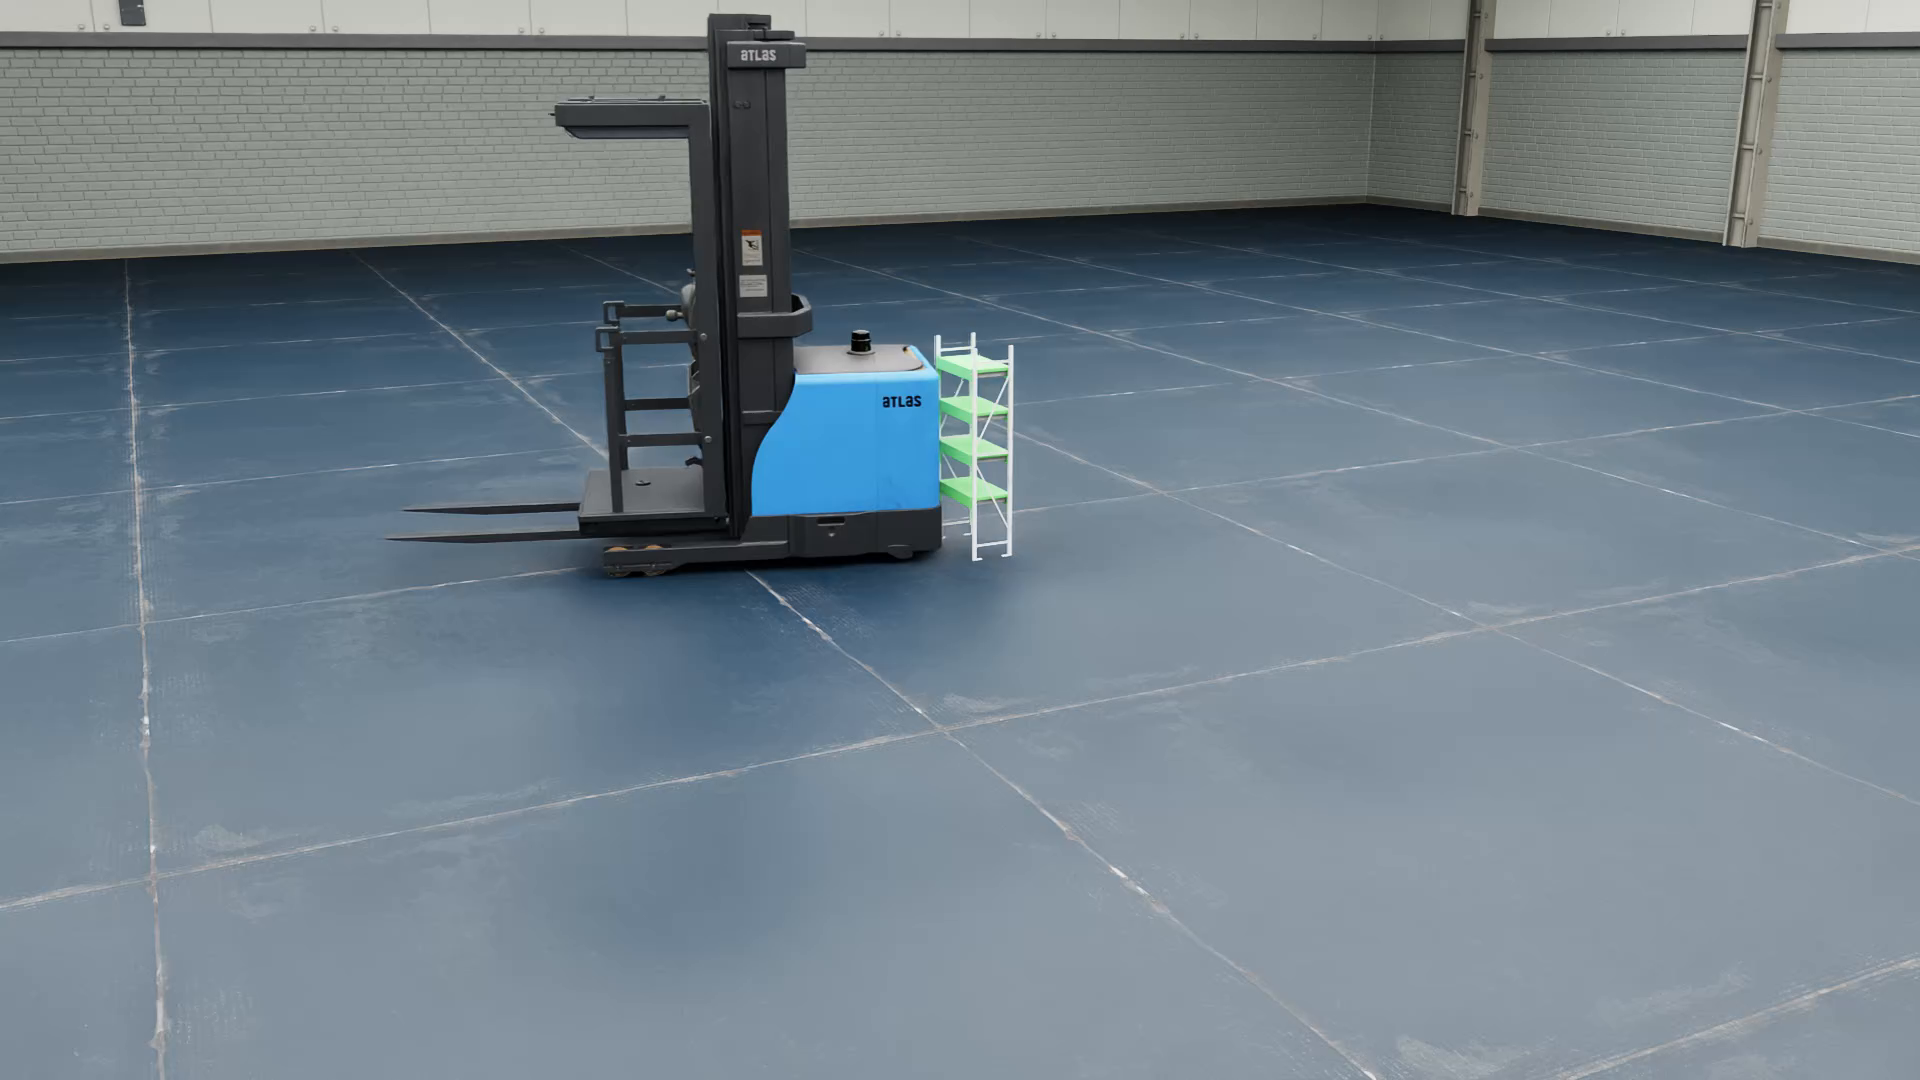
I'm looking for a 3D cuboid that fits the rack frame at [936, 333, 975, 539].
[{"bbox_3d":[-0.024,-0.597,9.655,0.240,1.200,0.015,-7,18,-24],"label":"rack frame"}]

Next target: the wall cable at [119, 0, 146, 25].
[{"bbox_3d":[-10.585,-10.170,22.711,2.305,6.003,0.169,-8,18,-25],"label":"wall cable"}]

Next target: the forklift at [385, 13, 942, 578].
[{"bbox_3d":[-1.664,-1.361,9.179,3.031,2.935,1.130,-3,16,-9],"label":"forklift"}]

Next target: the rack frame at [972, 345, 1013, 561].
[{"bbox_3d":[0.180,-0.475,9.230,0.240,1.200,0.015,-7,18,-24],"label":"rack frame"}]

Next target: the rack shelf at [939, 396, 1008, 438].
[{"bbox_3d":[0.078,-0.705,9.394,0.258,0.148,0.480,-7,18,-24],"label":"rack shelf"}]

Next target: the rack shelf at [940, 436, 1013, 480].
[{"bbox_3d":[0.078,-0.474,9.460,0.258,0.148,0.480,-7,18,-24],"label":"rack shelf"}]

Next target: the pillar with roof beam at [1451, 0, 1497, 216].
[{"bbox_3d":[5.422,-9.788,27.545,9.100,9.000,0.400,-8,18,-25],"label":"pillar with roof beam"}]

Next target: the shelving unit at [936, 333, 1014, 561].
[{"bbox_3d":[0.078,-0.536,9.442,0.258,1.200,0.503,-7,18,-24],"label":"shelving unit"}]

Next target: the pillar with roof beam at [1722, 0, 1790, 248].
[{"bbox_3d":[8.051,-8.300,22.361,9.100,9.000,0.400,-8,18,-25],"label":"pillar with roof beam"}]

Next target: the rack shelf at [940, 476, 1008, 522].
[{"bbox_3d":[0.078,-0.244,9.526,0.258,0.148,0.480,-7,18,-24],"label":"rack shelf"}]

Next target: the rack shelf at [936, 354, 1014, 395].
[{"bbox_3d":[0.078,-0.936,9.328,0.258,0.148,0.480,-7,18,-24],"label":"rack shelf"}]
